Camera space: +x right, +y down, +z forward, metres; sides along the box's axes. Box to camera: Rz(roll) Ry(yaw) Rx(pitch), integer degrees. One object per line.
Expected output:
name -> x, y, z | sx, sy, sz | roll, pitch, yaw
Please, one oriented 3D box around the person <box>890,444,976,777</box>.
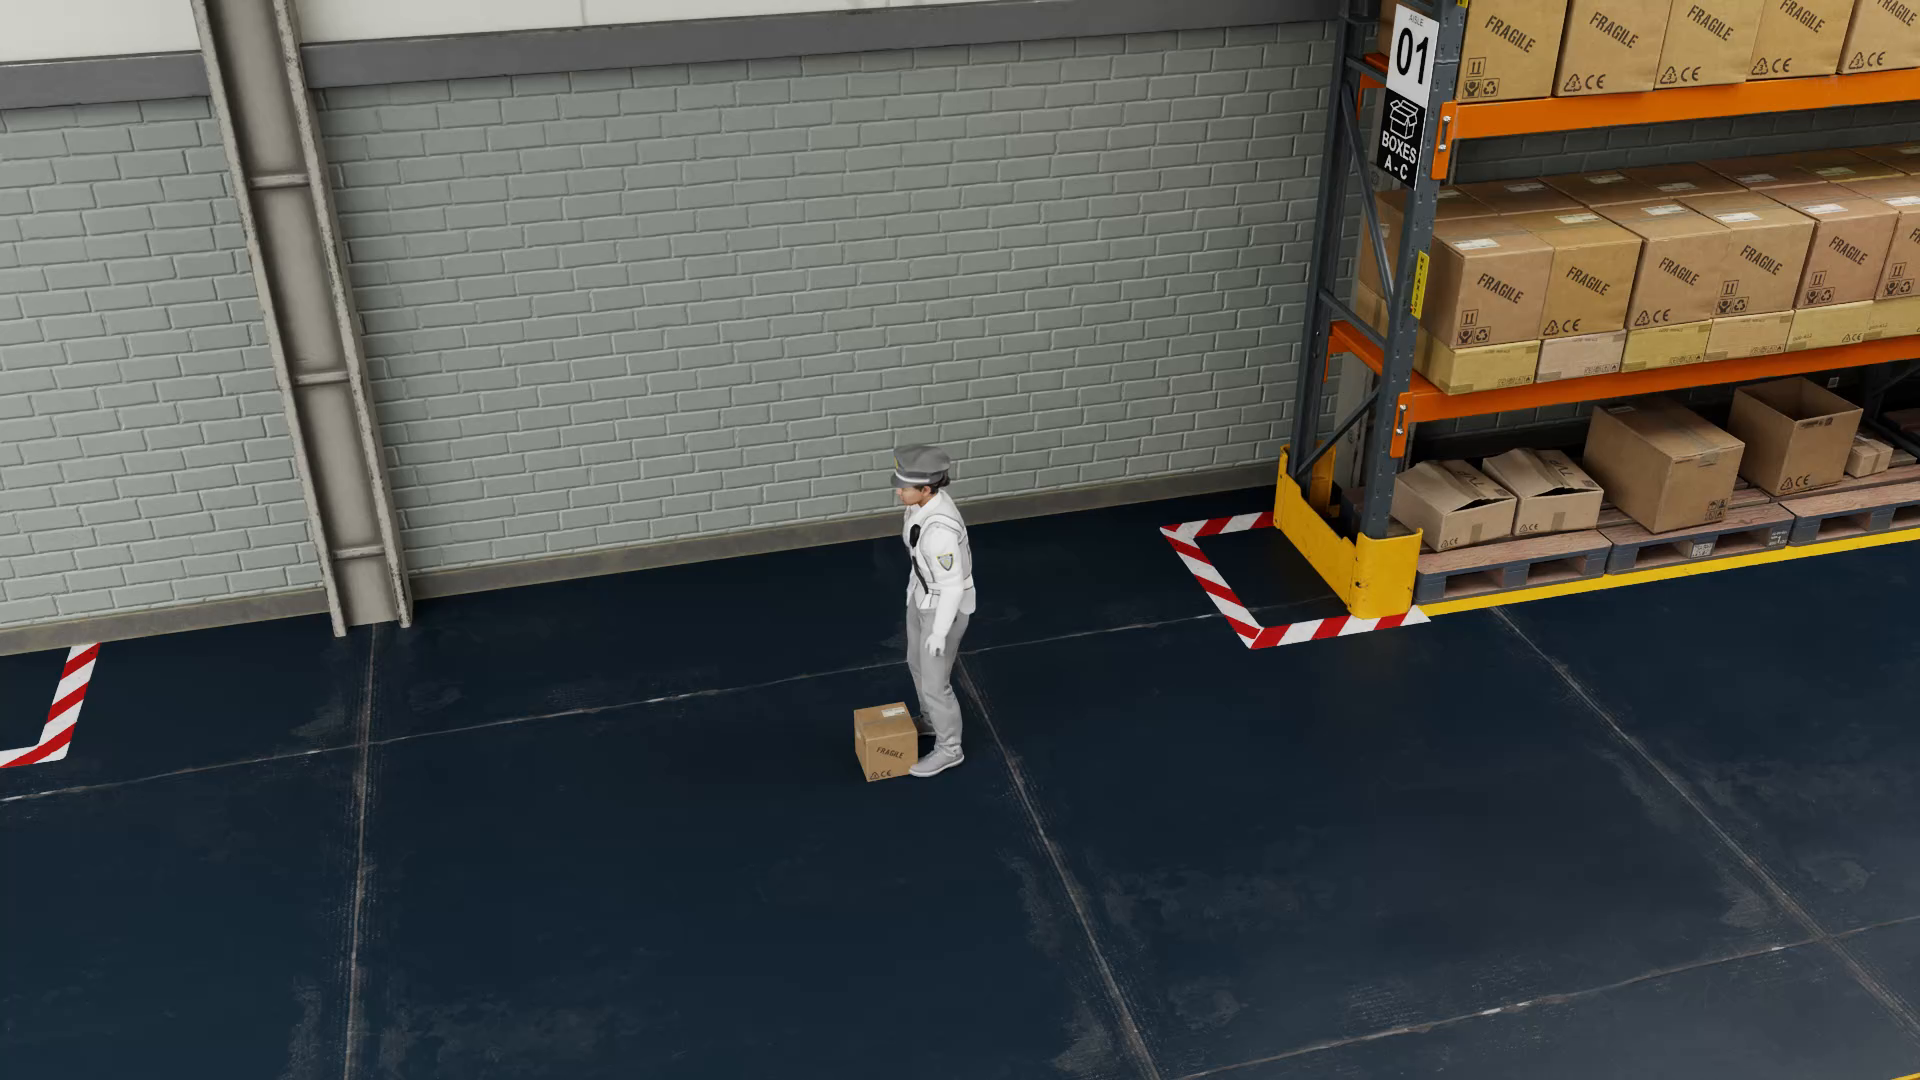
person -> -0.126, 0.319, 7.688 | 0.374, 1.662, 0.528 | -8, 31, -13
